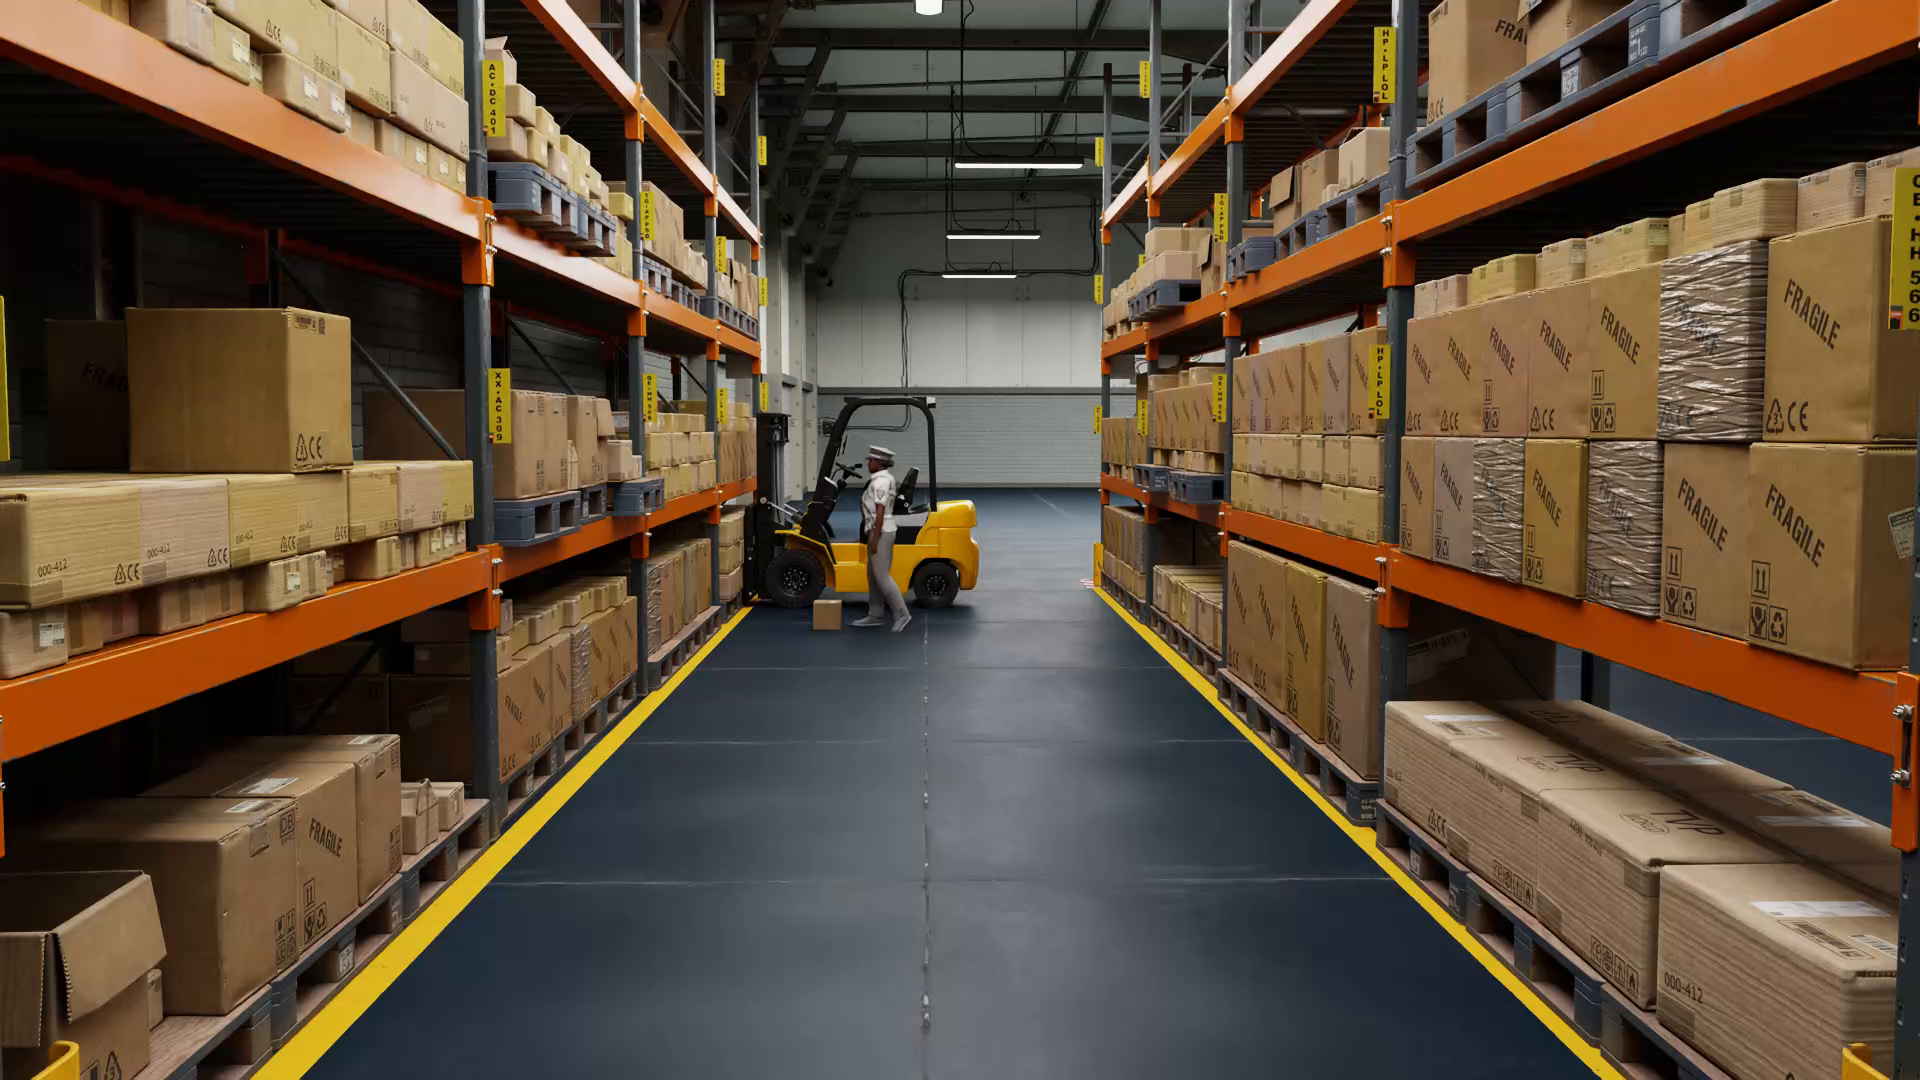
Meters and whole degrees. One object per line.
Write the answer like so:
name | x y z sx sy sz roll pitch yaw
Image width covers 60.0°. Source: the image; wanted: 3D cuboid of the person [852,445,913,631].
person | -0.722 0.007 15.223 0.554 1.754 0.486 0 4 0
